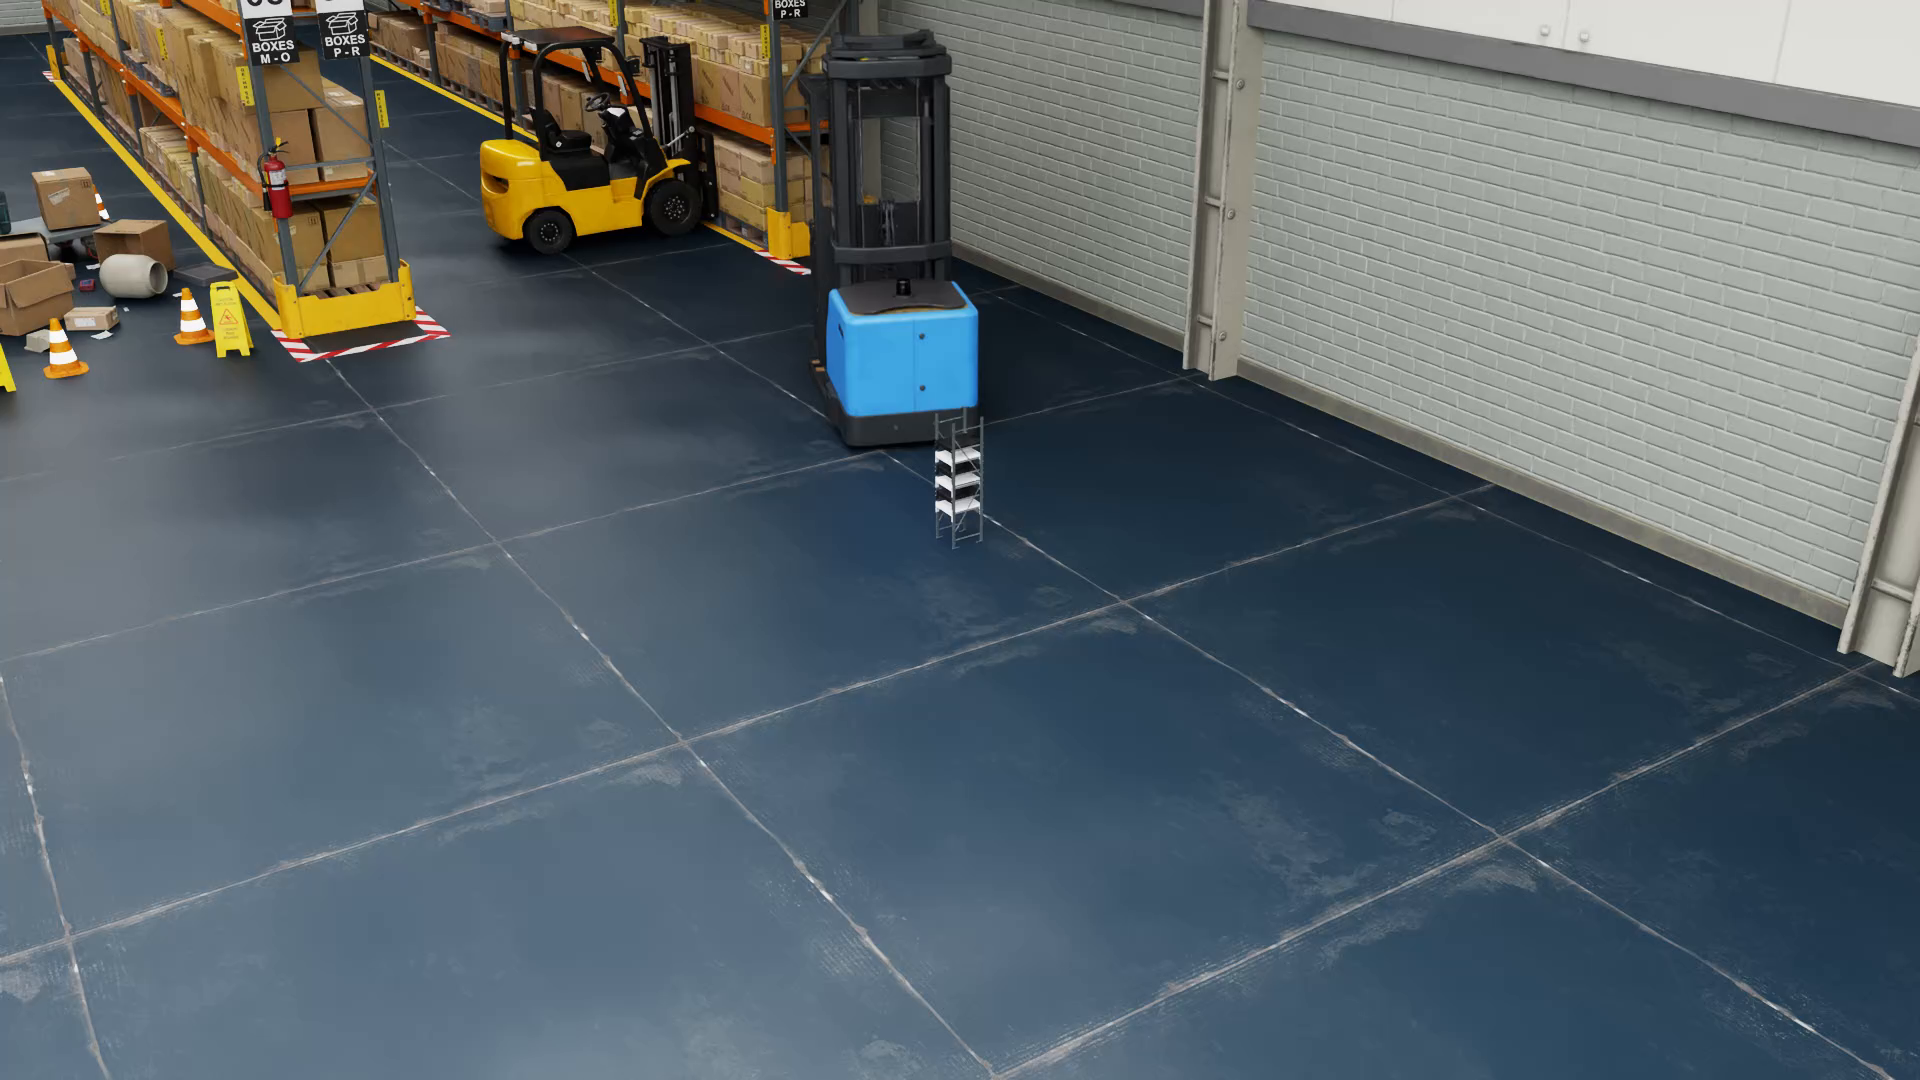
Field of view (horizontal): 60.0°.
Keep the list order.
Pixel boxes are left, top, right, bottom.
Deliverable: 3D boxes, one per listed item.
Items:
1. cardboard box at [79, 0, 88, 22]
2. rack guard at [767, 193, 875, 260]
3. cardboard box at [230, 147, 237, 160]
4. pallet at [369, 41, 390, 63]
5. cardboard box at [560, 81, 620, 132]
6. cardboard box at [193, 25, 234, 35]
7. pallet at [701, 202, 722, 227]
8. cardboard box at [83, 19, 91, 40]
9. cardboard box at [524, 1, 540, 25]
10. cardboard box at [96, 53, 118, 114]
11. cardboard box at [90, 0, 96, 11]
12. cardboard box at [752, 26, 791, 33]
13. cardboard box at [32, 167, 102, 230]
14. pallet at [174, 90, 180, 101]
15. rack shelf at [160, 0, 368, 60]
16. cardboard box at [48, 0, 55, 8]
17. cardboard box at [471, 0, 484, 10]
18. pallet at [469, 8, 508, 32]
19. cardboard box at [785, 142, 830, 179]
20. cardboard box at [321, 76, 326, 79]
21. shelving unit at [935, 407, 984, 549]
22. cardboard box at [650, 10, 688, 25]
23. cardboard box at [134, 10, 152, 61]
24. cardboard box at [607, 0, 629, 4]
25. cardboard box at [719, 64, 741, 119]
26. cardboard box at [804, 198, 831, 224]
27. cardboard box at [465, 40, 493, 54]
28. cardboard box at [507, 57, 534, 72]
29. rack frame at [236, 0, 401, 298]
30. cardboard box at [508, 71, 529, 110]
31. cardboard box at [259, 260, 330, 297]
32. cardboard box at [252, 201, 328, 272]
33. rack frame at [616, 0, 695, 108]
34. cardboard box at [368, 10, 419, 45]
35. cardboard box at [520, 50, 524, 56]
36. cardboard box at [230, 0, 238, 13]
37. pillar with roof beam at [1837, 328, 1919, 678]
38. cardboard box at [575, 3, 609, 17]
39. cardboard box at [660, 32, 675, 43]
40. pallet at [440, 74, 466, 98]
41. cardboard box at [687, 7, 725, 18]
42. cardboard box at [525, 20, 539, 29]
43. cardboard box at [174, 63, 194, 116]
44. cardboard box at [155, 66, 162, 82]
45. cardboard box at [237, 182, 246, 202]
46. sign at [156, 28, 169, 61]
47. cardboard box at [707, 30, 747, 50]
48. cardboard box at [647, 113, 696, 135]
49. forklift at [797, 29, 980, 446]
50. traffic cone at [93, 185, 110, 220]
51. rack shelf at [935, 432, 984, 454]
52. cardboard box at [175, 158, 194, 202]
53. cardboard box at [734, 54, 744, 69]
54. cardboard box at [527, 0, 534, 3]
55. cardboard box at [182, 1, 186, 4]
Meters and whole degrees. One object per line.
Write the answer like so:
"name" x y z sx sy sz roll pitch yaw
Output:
"cardboard box" -11.632 -7.204 22.586 0.500 0.250 0.500 -15 29 -29
"rack guard" -1.476 -3.362 17.787 1.175 0.500 0.348 -16 29 -30
"cardboard box" -6.786 -3.755 15.984 0.380 0.149 0.250 -16 30 -30
"pallet" -9.746 -8.651 29.328 1.003 0.211 1.213 -16 29 -30
"cardboard box" -4.797 -5.780 22.269 0.875 0.625 0.625 -17 30 -32
"cardboard box" -6.899 -4.659 15.968 0.700 0.500 0.500 -16 29 -30
"pallet" -2.604 -3.940 19.349 1.003 0.211 1.213 -16 29 -30
"cardboard box" -11.628 -6.977 22.691 0.500 0.250 0.500 -16 30 -30
"cardboard box" -5.547 -7.126 22.421 0.500 0.250 0.500 -15 29 -28
"cardboard box" -11.791 -6.661 23.844 0.875 0.875 0.875 -15 29 -28
"cardboard box" -11.067 -7.187 21.672 0.500 0.500 0.500 -16 29 -30
"cardboard box" -2.052 -5.517 18.198 0.380 0.149 0.250 -15 29 -28
"cardboard box" -9.305 -3.560 17.319 0.500 0.500 0.500 -16 29 -30
"pallet" -8.125 -4.994 18.541 1.003 0.211 1.213 -16 29 -30
"rack shelf" -6.738 -5.090 15.847 1.077 0.370 4.000 -16 29 -30
"cardboard box" -13.797 -8.512 25.650 0.500 0.500 0.500 -16 29 -30
"cardboard box" -6.704 -7.787 23.915 0.500 0.250 0.500 -17 30 -32
"pallet" -6.285 -7.502 23.853 1.213 0.211 1.003 -16 29 -30
"cardboard box" -1.593 -4.116 18.013 0.500 0.250 0.500 -16 30 -30
"cardboard box" -6.521 -4.303 16.387 0.500 0.500 0.500 -16 30 -31
"shelving unit" -0.004 -0.410 11.064 0.258 0.900 0.210 -16 29 -30
"cardboard box" -3.382 -6.060 19.348 0.380 0.149 0.250 -16 30 -31
"cardboard box" -9.109 -5.806 19.077 0.500 0.500 0.500 -17 30 -31
"cardboard box" -4.337 -6.915 21.506 0.380 0.149 0.250 -16 30 -30
"cardboard box" -2.253 -4.849 17.891 0.500 0.500 0.500 -15 29 -28
"cardboard box" -1.594 -3.669 18.237 0.500 0.250 0.500 -15 29 -29
"cardboard box" -7.302 -7.504 25.307 0.380 0.149 0.250 -14 29 -28
"cardboard box" -6.338 -6.833 23.887 0.380 0.149 0.250 -17 30 -32
"rack frame" -5.646 -3.343 14.818 1.000 3.000 0.127 -16 29 -30
"cardboard box" -6.268 -6.523 23.991 0.500 0.500 0.500 -15 29 -28
"cardboard box" -6.326 -2.525 15.813 0.500 0.250 0.500 -16 29 -30
"cardboard box" -6.302 -2.855 15.634 0.500 0.500 0.500 -15 29 -29
"rack frame" -3.673 -5.932 20.302 1.000 3.000 0.127 -16 29 -30
"cardboard box" -9.969 -9.044 29.327 0.797 0.503 0.637 -17 30 -32
"cardboard box" -6.459 -7.347 24.976 0.380 0.149 0.250 -16 30 -31
"cardboard box" -6.075 -4.648 14.364 0.380 0.149 0.250 -15 29 -29
"pillar with roof beam" 1.830 -2.378 5.746 9.100 9.000 0.400 -16 29 -30
"cardboard box" -4.636 -6.700 21.053 0.380 0.149 0.250 -16 30 -31
"cardboard box" -3.197 -5.717 18.969 0.380 0.149 0.250 -16 30 -30
"pallet" -7.564 -7.250 26.361 1.003 0.211 1.213 -16 29 -30
"cardboard box" -2.988 -6.170 19.581 0.380 0.149 0.250 -16 30 -30
"cardboard box" -5.549 -6.898 22.524 0.500 0.250 0.500 -16 30 -31
"cardboard box" -7.823 -4.731 17.293 0.500 0.500 0.500 -16 29 -30
"cardboard box" -8.784 -5.242 18.644 0.380 0.149 0.250 -15 29 -29
"cardboard box" -6.693 -3.354 15.932 0.380 0.149 0.250 -15 29 -29
"sign" -8.293 -5.167 17.325 0.100 0.325 0.005 -16 29 -30
"cardboard box" -2.496 -5.395 17.940 0.380 0.149 0.250 -15 29 -28
"cardboard box" -3.401 -4.899 19.672 0.500 0.250 0.500 -15 29 -29
"forklift" -0.672 -2.638 13.405 1.130 2.935 3.031 -6 26 -12
"traffic cone" -9.680 -3.744 18.639 0.336 0.463 0.334 -16 29 -30
"rack shelf" -0.004 -0.624 10.963 0.258 0.077 0.200 -16 29 -30
"cardboard box" -8.514 -4.219 19.259 0.950 0.372 0.625 -14 28 -26
"cardboard box" -2.168 -5.090 17.642 0.380 0.149 0.250 -15 29 -29
"cardboard box" -5.621 -7.337 22.402 0.380 0.149 0.250 -15 29 -28
"cardboard box" -8.884 -6.348 19.466 0.380 0.149 0.250 -17 30 -32
